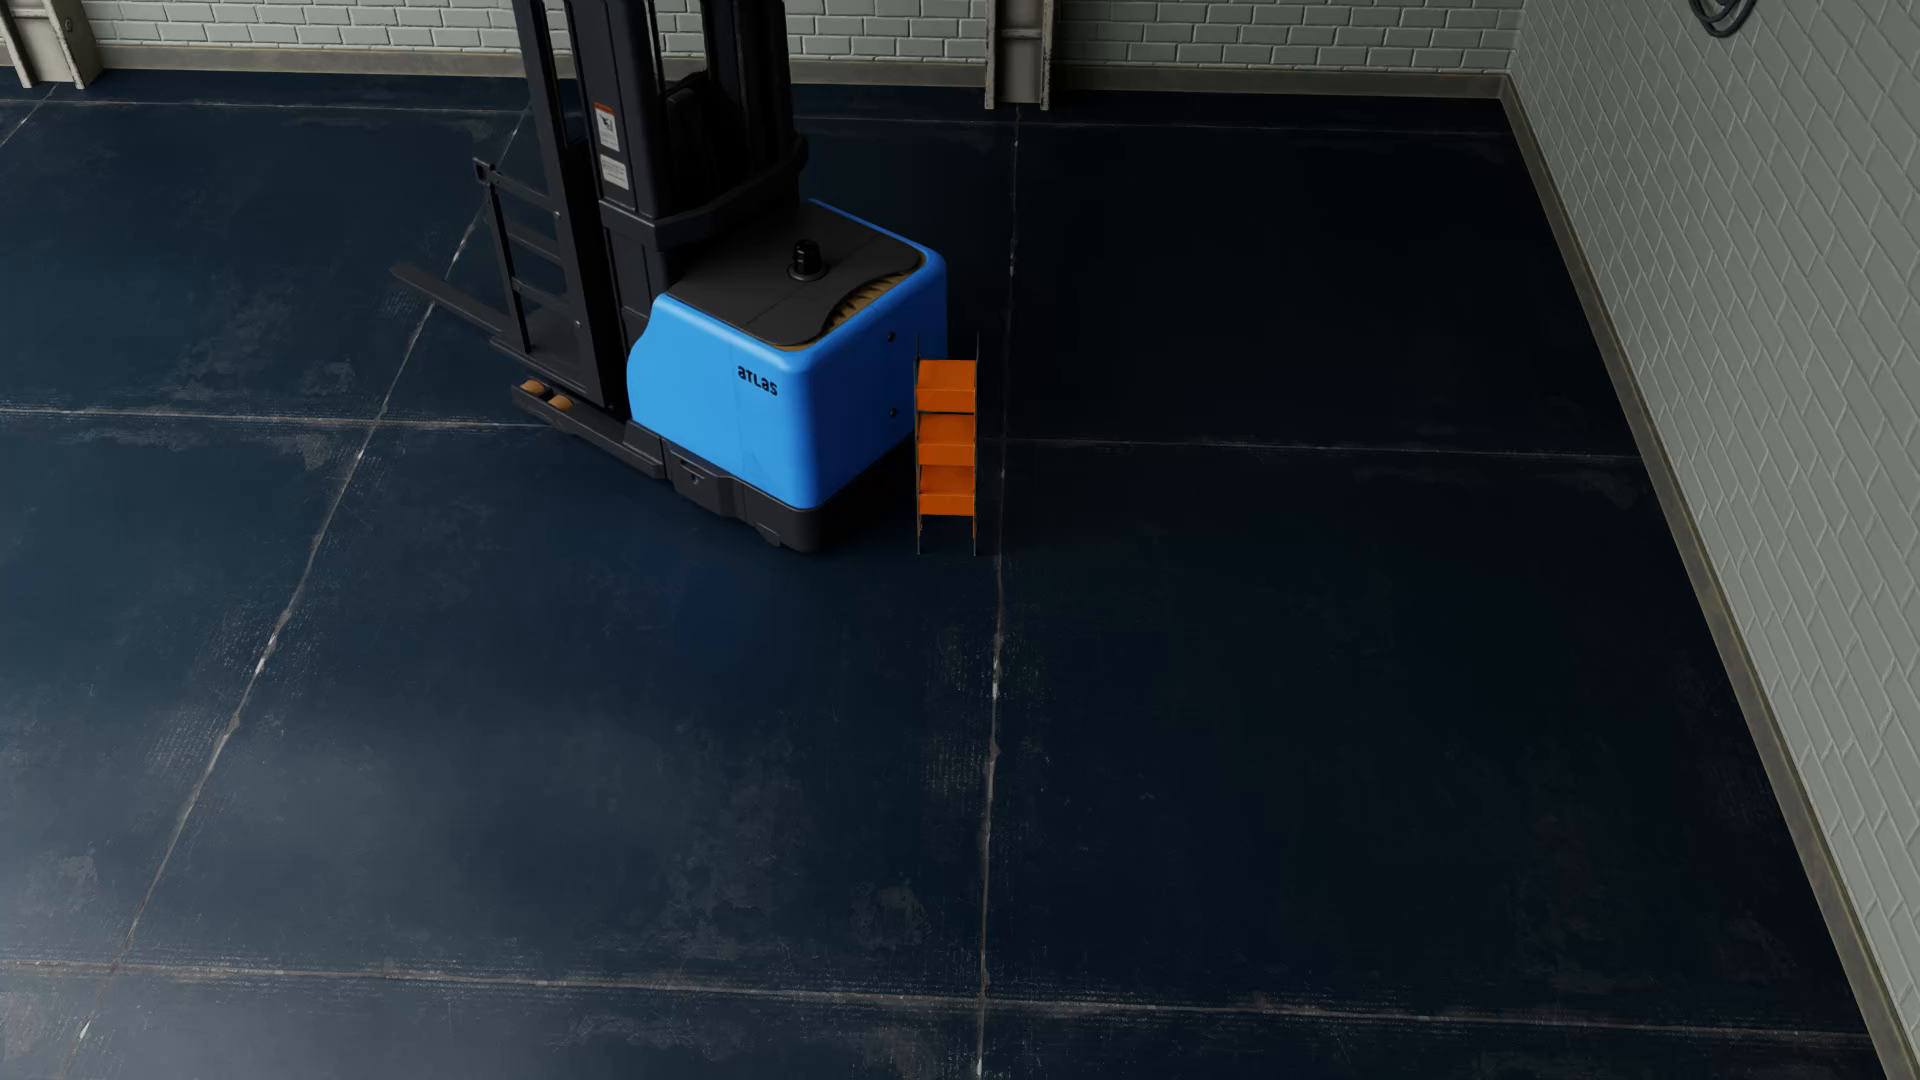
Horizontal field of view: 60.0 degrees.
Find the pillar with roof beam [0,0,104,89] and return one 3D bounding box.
[{"bbox_3d":[-5.830,-3.280,4.254,0.400,9.000,9.100,2,43,2],"label":"pillar with roof beam"}]

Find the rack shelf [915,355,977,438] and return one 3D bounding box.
[{"bbox_3d":[-0.053,-0.586,6.793,0.240,0.259,0.215,2,43,2],"label":"rack shelf"}]

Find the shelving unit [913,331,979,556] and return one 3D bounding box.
[{"bbox_3d":[-0.053,-0.386,6.979,0.252,1.050,0.215,2,43,2],"label":"shelving unit"}]

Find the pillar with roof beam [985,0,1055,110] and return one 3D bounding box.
[{"bbox_3d":[0.164,-3.096,4.057,0.400,9.000,9.100,2,43,2],"label":"pillar with roof beam"}]

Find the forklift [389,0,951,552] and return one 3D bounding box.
[{"bbox_3d":[-1.517,-1.849,7.170,3.031,2.935,1.130,28,50,26],"label":"forklift"}]

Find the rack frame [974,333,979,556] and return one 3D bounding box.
[{"bbox_3d":[0.068,-0.382,6.975,0.008,1.050,0.200,2,43,2],"label":"rack frame"}]

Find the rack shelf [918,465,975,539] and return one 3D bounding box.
[{"bbox_3d":[-0.053,-0.175,7.176,0.240,0.259,0.215,2,43,2],"label":"rack shelf"}]

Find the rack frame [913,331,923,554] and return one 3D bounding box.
[{"bbox_3d":[-0.175,-0.390,6.983,0.008,1.050,0.200,2,43,2],"label":"rack frame"}]

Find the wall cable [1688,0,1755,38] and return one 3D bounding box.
[{"bbox_3d":[3.241,-3.900,7.198,0.112,2.526,3.097,2,43,2],"label":"wall cable"}]

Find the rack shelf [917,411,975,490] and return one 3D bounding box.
[{"bbox_3d":[-0.053,-0.378,6.987,0.240,0.259,0.215,2,43,2],"label":"rack shelf"}]
